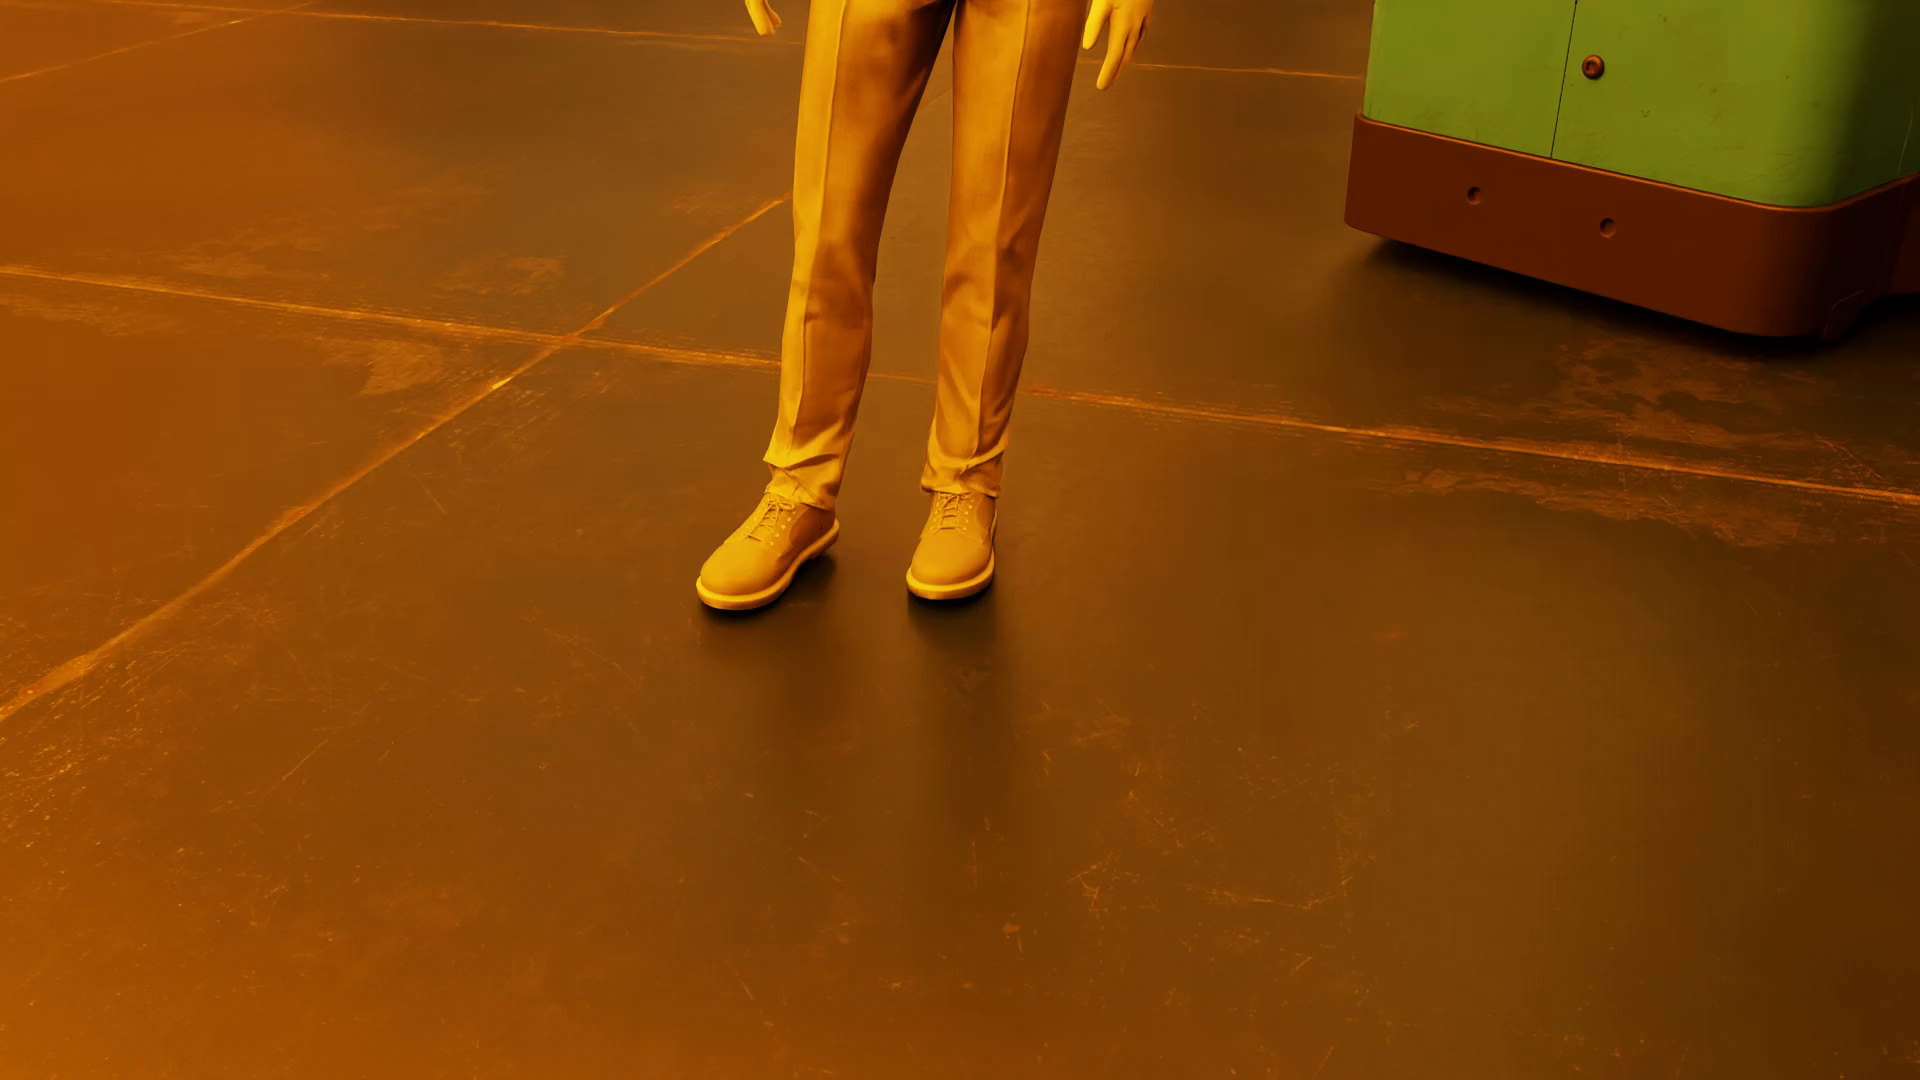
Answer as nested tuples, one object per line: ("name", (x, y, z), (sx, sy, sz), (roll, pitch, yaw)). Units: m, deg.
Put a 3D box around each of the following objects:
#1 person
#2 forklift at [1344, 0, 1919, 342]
("person", (-0.028, -0.733, 2.056), (0.586, 1.694, 0.532), (8, 28, 16))
("forklift", (2.317, -2.223, 3.632), (3.031, 2.935, 1.130), (-21, 34, -35))
